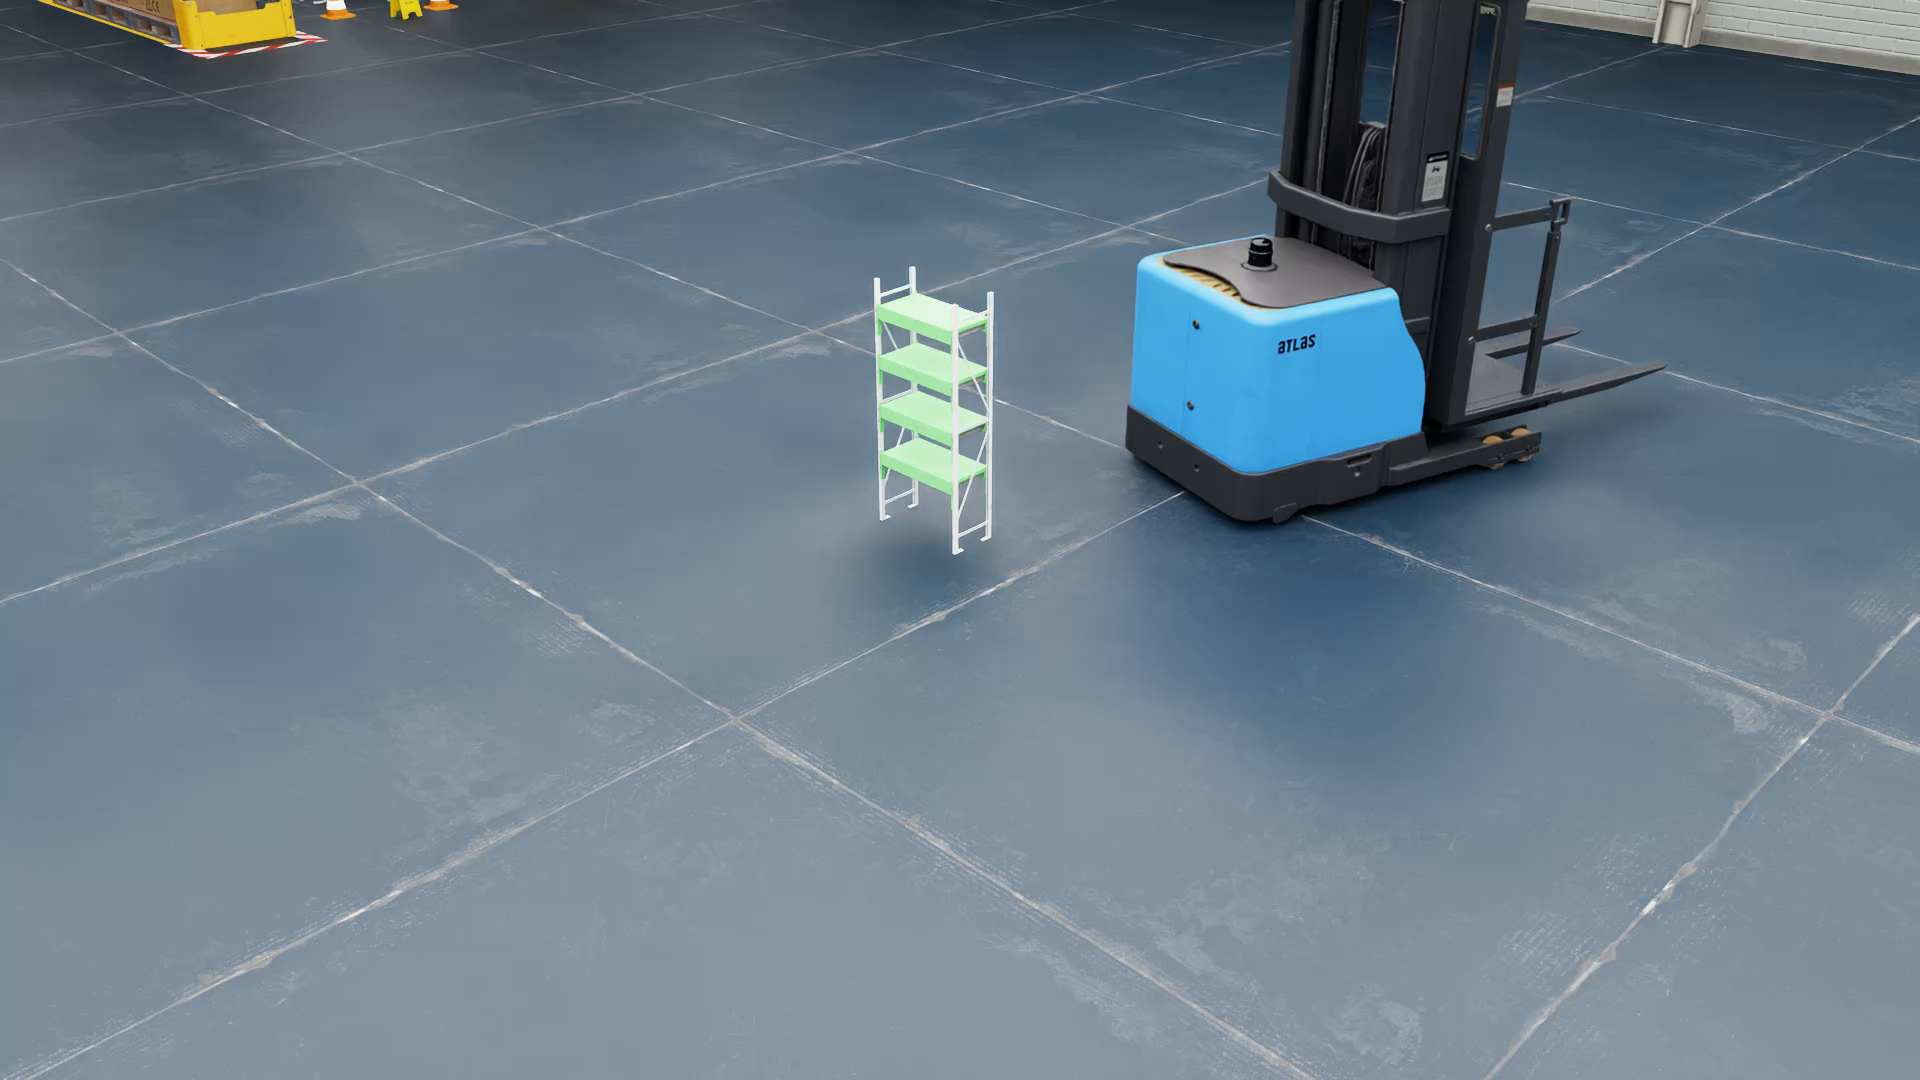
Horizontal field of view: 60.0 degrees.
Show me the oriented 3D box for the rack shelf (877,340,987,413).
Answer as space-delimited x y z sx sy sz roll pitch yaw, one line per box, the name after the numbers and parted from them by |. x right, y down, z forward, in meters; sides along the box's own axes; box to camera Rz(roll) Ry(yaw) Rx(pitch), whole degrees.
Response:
-0.118 -0.741 7.492 0.480 0.148 0.258 25 36 38 | rack shelf

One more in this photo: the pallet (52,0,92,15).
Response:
-10.201 -6.557 19.994 1.213 0.211 1.003 25 36 38 | pallet

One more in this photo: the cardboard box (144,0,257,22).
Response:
-8.366 -6.205 18.160 0.875 0.875 0.875 25 37 39 | cardboard box

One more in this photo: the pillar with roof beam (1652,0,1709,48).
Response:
4.713 -7.922 13.147 0.400 9.000 9.100 25 36 38 | pillar with roof beam

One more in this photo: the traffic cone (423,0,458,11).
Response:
-6.185 -6.546 19.702 0.334 0.463 0.336 25 36 38 | traffic cone

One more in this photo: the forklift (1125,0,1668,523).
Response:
2.387 -1.856 8.131 3.031 2.935 1.130 -14 31 -25 | forklift

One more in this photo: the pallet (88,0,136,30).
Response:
-9.327 -6.159 19.237 1.213 0.211 1.003 25 36 38 | pallet

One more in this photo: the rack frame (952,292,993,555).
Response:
0.056 -0.505 7.422 0.015 1.200 0.240 25 36 38 | rack frame

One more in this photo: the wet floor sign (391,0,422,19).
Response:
-6.427 -6.366 19.164 0.232 0.644 0.267 18 33 30 | wet floor sign

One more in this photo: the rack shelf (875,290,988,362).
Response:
-0.118 -0.953 7.380 0.480 0.148 0.258 25 36 38 | rack shelf

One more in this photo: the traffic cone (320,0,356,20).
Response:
-7.219 -6.282 19.200 0.334 0.463 0.336 25 36 38 | traffic cone

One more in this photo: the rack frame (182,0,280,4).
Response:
-7.836 -6.760 17.384 0.127 3.000 1.000 25 36 38 | rack frame

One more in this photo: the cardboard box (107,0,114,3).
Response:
-9.644 -6.790 19.271 0.875 0.875 0.875 25 37 39 | cardboard box

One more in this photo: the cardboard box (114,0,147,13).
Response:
-8.995 -6.492 18.704 0.875 0.875 0.875 24 36 38 | cardboard box

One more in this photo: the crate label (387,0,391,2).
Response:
-6.789 -6.638 20.227 0.298 0.136 0.250 7 29 13 | crate label

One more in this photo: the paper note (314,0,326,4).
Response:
-7.734 -6.507 20.094 0.144 0.017 0.142 -13 30 -22 | paper note

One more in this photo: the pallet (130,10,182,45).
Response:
-8.461 -5.761 18.480 1.213 0.211 1.003 25 36 38 | pallet

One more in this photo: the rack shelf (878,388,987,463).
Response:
-0.118 -0.529 7.603 0.480 0.148 0.258 25 36 38 | rack shelf

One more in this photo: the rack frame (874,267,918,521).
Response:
-0.292 -0.665 7.725 0.015 1.200 0.240 25 36 38 | rack frame

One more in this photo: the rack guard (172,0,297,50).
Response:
-7.819 -5.646 17.951 0.348 0.500 1.175 25 36 38 | rack guard

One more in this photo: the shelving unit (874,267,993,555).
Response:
-0.118 -0.585 7.573 0.503 1.200 0.258 25 36 38 | shelving unit

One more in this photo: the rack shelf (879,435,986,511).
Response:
-0.118 -0.316 7.715 0.480 0.148 0.258 25 36 38 | rack shelf
